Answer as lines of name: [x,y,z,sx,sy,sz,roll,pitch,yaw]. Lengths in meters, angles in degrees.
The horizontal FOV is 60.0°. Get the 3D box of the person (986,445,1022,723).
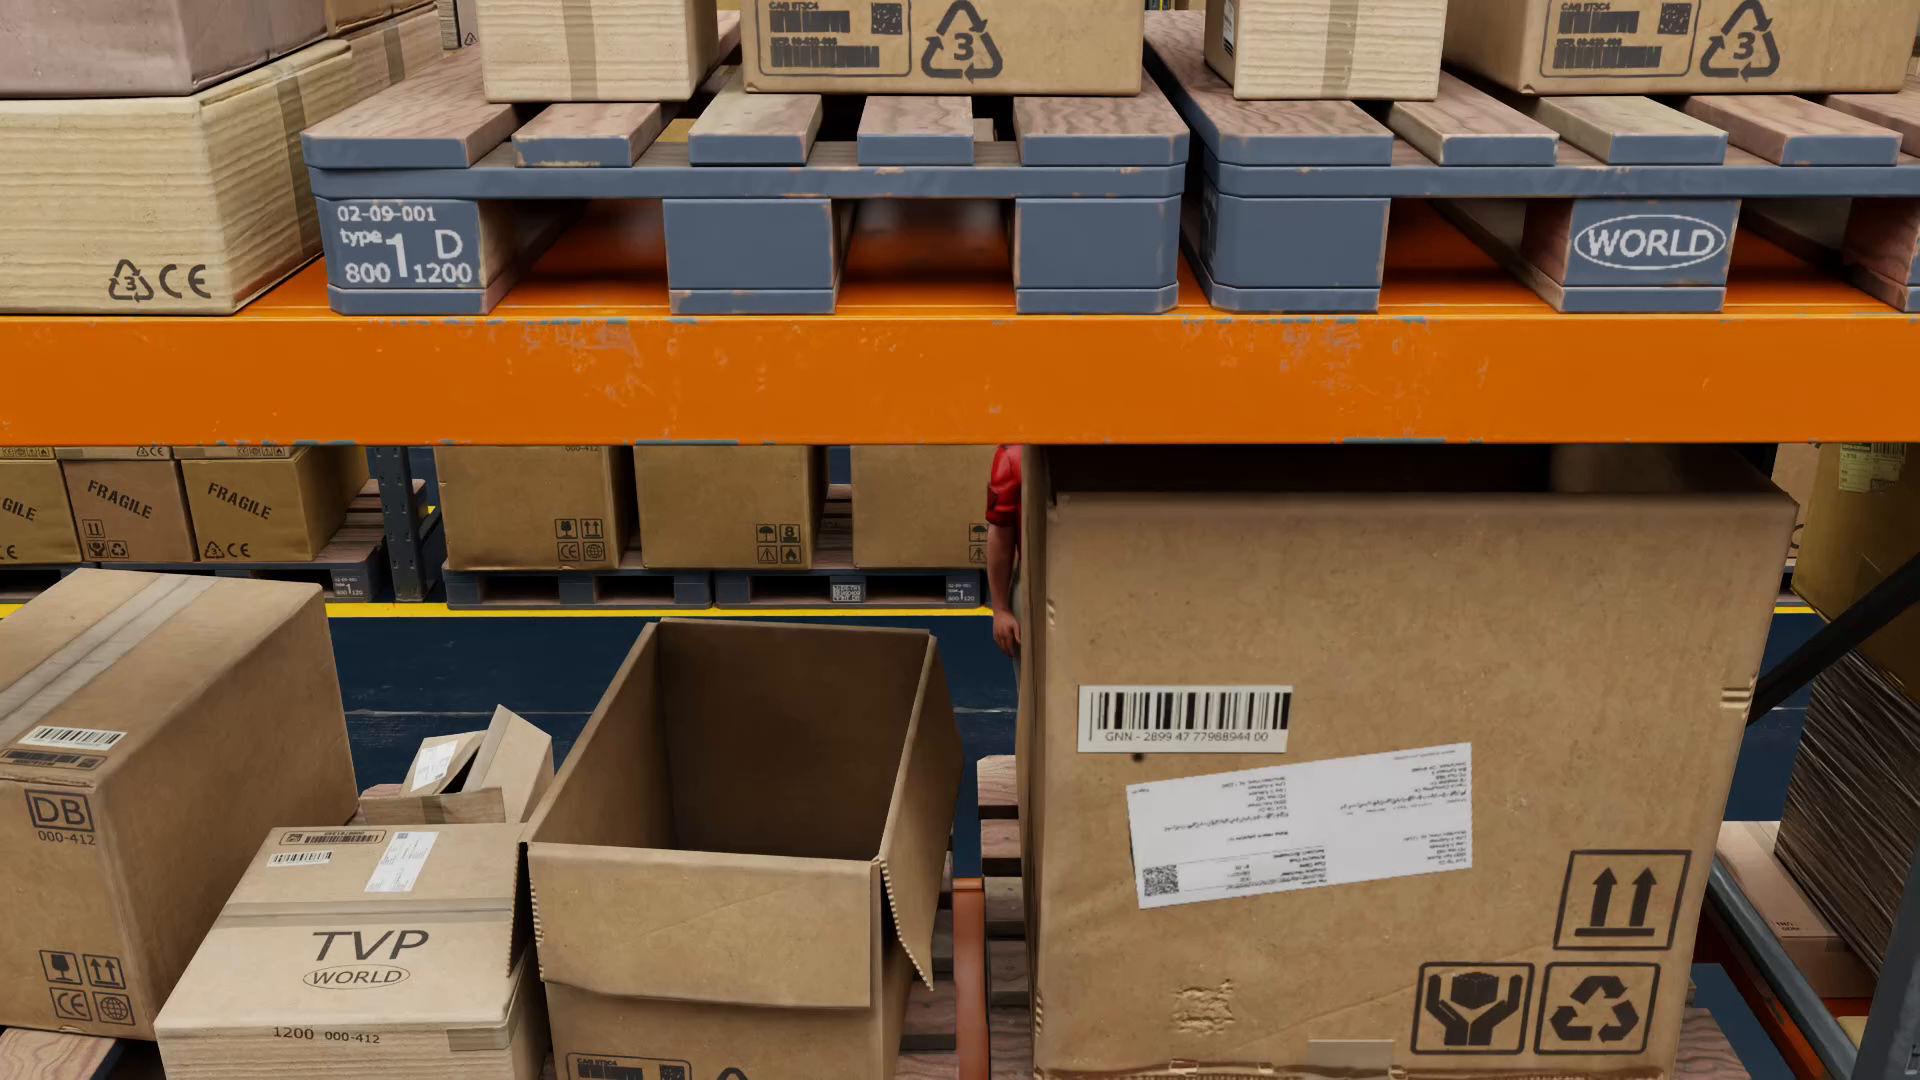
person: [0.419,0.264,5.565,0.578,1.766,0.482,-10,26,-22]
